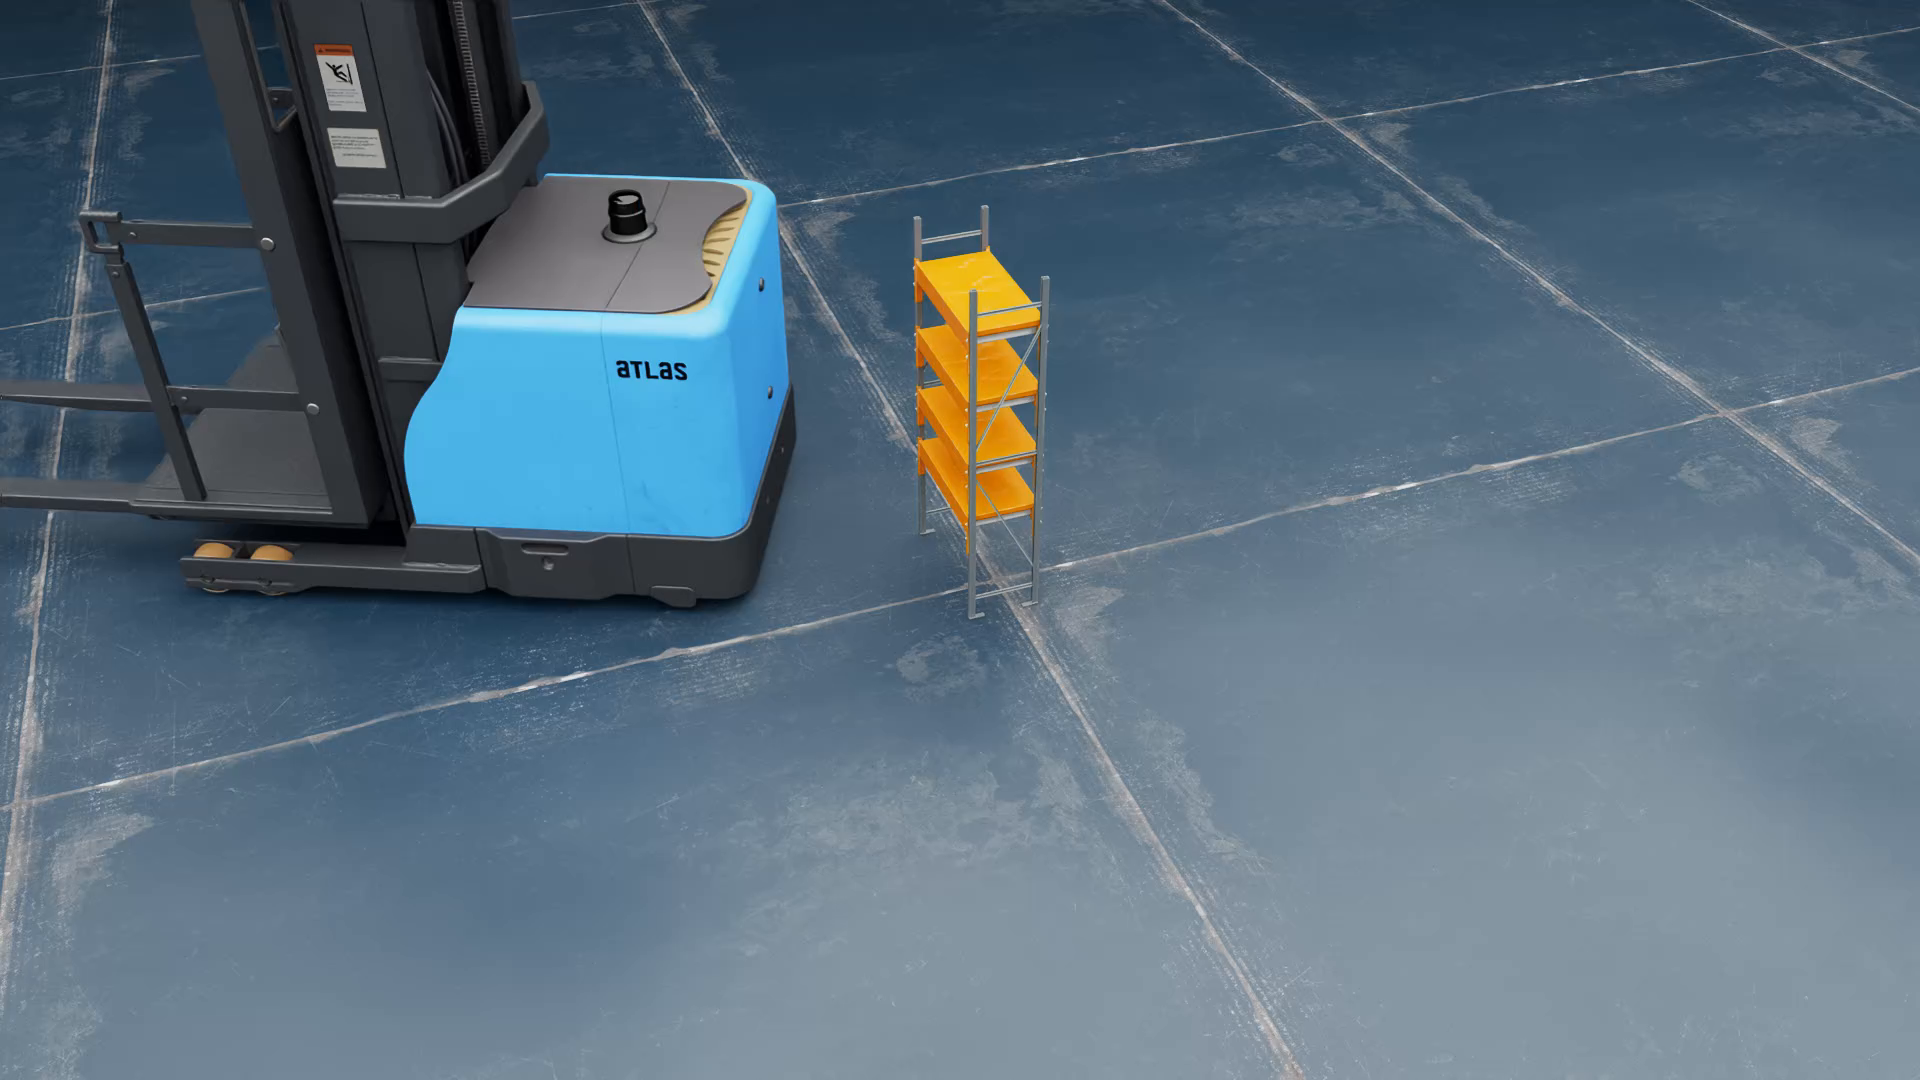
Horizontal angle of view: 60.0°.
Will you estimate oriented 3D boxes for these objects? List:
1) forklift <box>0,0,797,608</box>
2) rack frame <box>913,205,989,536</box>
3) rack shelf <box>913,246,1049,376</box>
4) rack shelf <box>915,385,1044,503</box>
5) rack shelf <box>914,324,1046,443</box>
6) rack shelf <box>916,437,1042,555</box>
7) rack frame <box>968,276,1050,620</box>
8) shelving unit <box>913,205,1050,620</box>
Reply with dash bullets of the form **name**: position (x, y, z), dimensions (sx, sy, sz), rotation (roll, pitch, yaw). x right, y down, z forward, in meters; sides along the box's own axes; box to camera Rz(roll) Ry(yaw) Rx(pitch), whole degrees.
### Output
- **forklift**: position (-2.145, -1.301, 5.041), dimensions (3.031, 2.935, 1.130), rotation (3, 37, 4)
- **rack frame**: position (-0.027, -0.524, 5.448), dimensions (0.240, 1.200, 0.015), rotation (-12, 39, -16)
- **rack shelf**: position (0.057, -0.700, 5.028), dimensions (0.258, 0.148, 0.480), rotation (-12, 39, -16)
- **rack shelf**: position (0.057, -0.332, 5.305), dimensions (0.258, 0.148, 0.480), rotation (-12, 39, -16)
- **rack shelf**: position (0.057, -0.511, 5.171), dimensions (0.258, 0.148, 0.480), rotation (-12, 39, -16)
- **rack shelf**: position (0.057, -0.173, 5.425), dimensions (0.258, 0.148, 0.480), rotation (-12, 39, -16)
- **rack frame**: position (0.141, -0.248, 5.082), dimensions (0.240, 1.200, 0.015), rotation (-12, 39, -16)
- **shelving unit**: position (0.057, -0.386, 5.265), dimensions (0.258, 1.200, 0.503), rotation (-12, 39, -16)
